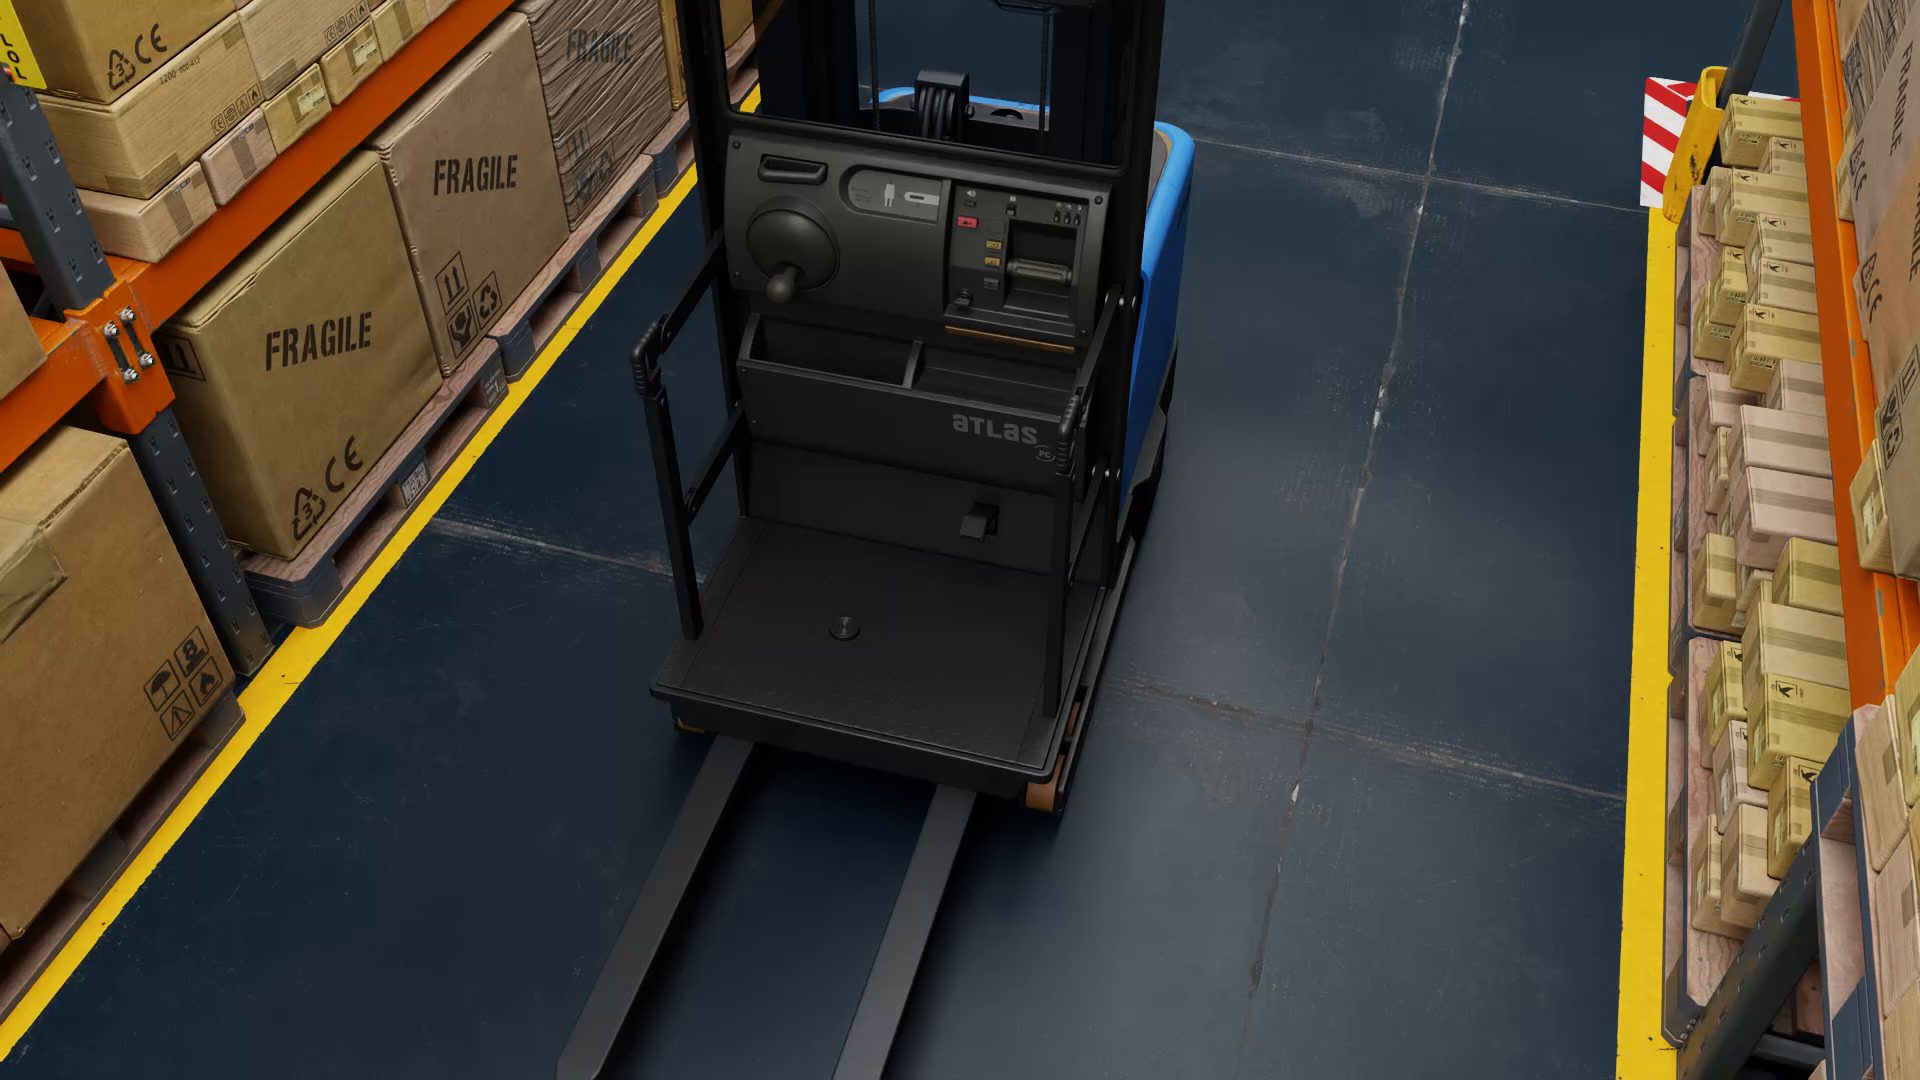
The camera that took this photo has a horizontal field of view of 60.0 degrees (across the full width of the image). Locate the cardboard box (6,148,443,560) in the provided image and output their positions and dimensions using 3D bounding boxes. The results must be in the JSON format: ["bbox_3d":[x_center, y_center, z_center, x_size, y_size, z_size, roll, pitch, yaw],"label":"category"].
[{"bbox_3d":[-2.242,-0.627,4.965,0.875,0.875,0.875,13,46,13],"label":"cardboard box"}]

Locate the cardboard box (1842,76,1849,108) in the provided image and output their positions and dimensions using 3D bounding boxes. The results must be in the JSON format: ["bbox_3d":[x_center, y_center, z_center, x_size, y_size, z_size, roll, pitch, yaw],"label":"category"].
[{"bbox_3d":[2.654,-1.243,4.555,0.380,0.149,0.250,12,46,12],"label":"cardboard box"}]

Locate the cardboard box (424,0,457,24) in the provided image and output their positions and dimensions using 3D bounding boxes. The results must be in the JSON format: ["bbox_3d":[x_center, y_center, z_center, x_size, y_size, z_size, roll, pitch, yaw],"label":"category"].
[{"bbox_3d":[-1.719,-1.714,5.036,0.380,0.149,0.250,13,46,13],"label":"cardboard box"}]

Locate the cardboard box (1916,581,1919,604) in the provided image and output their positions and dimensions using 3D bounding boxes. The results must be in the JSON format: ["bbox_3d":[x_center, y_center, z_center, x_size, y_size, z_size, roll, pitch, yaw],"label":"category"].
[{"bbox_3d":[2.042,0.155,3.127,0.380,0.149,0.250,12,46,12],"label":"cardboard box"}]

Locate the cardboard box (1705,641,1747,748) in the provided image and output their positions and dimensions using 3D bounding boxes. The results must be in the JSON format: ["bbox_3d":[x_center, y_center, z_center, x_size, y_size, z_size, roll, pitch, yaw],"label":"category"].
[{"bbox_3d":[2.105,0.425,4.197,0.380,0.149,0.250,11,45,11],"label":"cardboard box"}]

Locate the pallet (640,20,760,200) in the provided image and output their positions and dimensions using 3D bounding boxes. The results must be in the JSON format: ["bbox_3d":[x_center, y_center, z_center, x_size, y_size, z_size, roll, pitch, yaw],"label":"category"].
[{"bbox_3d":[-1.474,-1.933,7.074,1.003,0.211,1.213,13,46,13],"label":"pallet"}]

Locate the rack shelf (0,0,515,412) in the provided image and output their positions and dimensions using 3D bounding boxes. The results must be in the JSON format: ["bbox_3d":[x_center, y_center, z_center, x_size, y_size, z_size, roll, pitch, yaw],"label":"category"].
[{"bbox_3d":[-1.912,-1.889,5.550,1.077,0.370,4.000,13,46,13],"label":"rack shelf"}]

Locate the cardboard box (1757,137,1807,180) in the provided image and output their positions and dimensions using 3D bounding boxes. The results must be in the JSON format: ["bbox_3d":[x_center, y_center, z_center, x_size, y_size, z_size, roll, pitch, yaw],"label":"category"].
[{"bbox_3d":[2.939,-1.218,5.663,0.380,0.149,0.250,13,46,13],"label":"cardboard box"}]

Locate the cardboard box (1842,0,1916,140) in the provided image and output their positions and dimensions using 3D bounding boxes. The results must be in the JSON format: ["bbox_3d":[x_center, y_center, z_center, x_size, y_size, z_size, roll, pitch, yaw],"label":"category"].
[{"bbox_3d":[2.544,-1.236,4.084,0.500,0.500,0.500,11,46,11],"label":"cardboard box"}]

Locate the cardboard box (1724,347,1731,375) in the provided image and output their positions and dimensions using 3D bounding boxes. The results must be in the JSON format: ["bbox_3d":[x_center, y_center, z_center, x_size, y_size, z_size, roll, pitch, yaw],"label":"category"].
[{"bbox_3d":[2.688,-0.515,5.369,0.380,0.149,0.250,13,46,13],"label":"cardboard box"}]

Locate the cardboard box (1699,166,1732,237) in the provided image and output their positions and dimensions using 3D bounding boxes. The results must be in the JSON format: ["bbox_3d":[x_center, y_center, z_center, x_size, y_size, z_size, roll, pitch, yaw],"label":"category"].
[{"bbox_3d":[2.926,-1.211,6.081,0.380,0.149,0.250,13,46,13],"label":"cardboard box"}]

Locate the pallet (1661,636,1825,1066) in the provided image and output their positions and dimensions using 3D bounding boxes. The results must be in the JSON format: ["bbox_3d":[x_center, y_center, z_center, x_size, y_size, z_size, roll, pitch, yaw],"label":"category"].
[{"bbox_3d":[2.348,0.847,4.234,1.003,0.211,1.213,13,46,13],"label":"pallet"}]

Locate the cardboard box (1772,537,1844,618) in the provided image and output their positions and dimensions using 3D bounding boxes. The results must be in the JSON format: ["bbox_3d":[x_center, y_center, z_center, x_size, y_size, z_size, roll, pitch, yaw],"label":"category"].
[{"bbox_3d":[2.299,0.166,4.248,0.380,0.149,0.250,14,46,14],"label":"cardboard box"}]

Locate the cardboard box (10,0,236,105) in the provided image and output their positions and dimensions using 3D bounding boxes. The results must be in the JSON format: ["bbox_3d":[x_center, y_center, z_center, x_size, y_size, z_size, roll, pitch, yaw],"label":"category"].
[{"bbox_3d":[-2.129,-1.399,3.893,0.500,0.500,0.500,13,46,13],"label":"cardboard box"}]

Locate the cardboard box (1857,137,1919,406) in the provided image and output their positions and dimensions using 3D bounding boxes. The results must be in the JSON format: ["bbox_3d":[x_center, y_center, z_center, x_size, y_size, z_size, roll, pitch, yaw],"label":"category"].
[{"bbox_3d":[2.214,-0.565,3.399,0.500,0.500,0.500,11,46,11],"label":"cardboard box"}]

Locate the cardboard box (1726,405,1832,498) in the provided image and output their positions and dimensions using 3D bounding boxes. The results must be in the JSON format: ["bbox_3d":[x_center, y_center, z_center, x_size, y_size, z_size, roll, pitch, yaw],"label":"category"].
[{"bbox_3d":[2.363,-0.216,4.639,0.380,0.149,0.250,11,45,11],"label":"cardboard box"}]

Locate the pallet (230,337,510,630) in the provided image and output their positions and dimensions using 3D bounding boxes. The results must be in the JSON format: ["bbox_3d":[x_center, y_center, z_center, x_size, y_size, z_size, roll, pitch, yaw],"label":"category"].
[{"bbox_3d":[-2.213,-0.307,5.412,1.003,0.211,1.213,13,46,13],"label":"pallet"}]

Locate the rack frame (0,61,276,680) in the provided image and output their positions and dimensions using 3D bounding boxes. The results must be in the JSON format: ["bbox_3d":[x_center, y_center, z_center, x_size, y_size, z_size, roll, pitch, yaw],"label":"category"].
[{"bbox_3d":[-2.518,-0.813,3.936,1.000,3.000,0.127,13,46,13],"label":"rack frame"}]

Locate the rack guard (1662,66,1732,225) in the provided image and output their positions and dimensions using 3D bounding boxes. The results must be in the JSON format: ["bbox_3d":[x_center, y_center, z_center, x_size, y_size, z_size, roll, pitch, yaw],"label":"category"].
[{"bbox_3d":[3.367,-1.417,6.341,1.175,0.500,0.348,13,46,13],"label":"rack guard"}]

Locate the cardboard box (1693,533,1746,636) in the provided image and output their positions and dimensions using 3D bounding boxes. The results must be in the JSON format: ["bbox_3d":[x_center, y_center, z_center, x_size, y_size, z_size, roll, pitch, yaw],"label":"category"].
[{"bbox_3d":[2.286,0.150,4.690,0.380,0.149,0.250,12,46,12],"label":"cardboard box"}]

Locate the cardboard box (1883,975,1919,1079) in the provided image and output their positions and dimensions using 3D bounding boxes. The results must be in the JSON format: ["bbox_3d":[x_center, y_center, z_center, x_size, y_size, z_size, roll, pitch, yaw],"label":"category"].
[{"bbox_3d":[1.463,0.762,2.206,0.380,0.149,0.250,13,46,13],"label":"cardboard box"}]

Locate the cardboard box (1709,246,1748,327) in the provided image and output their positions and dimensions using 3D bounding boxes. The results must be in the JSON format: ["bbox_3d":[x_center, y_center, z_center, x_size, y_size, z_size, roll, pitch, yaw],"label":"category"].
[{"bbox_3d":[2.679,-0.803,5.452,0.380,0.149,0.250,14,46,14],"label":"cardboard box"}]

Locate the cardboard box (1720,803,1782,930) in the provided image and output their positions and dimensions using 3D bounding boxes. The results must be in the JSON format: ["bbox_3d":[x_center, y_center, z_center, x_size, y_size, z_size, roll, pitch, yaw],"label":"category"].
[{"bbox_3d":[1.971,0.790,3.823,0.380,0.149,0.250,13,46,13],"label":"cardboard box"}]

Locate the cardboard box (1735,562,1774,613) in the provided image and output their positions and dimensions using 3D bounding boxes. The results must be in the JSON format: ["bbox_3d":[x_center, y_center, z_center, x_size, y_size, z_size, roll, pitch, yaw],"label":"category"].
[{"bbox_3d":[2.333,0.105,4.524,0.380,0.149,0.250,14,46,13],"label":"cardboard box"}]

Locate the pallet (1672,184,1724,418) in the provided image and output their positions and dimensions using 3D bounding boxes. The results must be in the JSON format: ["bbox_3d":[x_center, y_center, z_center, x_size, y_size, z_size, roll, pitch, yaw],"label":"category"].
[{"bbox_3d":[3.087,-0.780,5.896,1.003,0.211,1.213,13,46,13],"label":"pallet"}]

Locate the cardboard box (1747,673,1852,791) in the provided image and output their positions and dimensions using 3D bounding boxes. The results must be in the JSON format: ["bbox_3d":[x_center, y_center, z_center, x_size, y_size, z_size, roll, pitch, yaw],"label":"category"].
[{"bbox_3d":[2.078,0.490,3.917,0.380,0.149,0.250,13,46,13],"label":"cardboard box"}]

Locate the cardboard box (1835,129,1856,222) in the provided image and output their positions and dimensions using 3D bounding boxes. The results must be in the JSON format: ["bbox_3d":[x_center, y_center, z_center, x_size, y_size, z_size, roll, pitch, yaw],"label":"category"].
[{"bbox_3d":[2.447,-0.903,4.207,0.380,0.149,0.250,13,46,13],"label":"cardboard box"}]

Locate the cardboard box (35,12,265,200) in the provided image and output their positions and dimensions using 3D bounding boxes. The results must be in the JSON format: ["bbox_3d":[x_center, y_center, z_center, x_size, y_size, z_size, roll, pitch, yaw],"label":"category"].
[{"bbox_3d":[-2.126,-1.123,4.148,0.500,0.250,0.500,12,46,12],"label":"cardboard box"}]

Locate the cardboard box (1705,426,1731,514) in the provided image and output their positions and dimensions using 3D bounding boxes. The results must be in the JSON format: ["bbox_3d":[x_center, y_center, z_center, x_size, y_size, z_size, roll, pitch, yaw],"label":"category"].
[{"bbox_3d":[2.471,-0.177,5.024,0.380,0.149,0.250,13,46,13],"label":"cardboard box"}]

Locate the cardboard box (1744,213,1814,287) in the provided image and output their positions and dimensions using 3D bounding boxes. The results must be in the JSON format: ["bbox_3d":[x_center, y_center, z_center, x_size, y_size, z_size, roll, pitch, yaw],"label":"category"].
[{"bbox_3d":[2.744,-0.895,5.332,0.380,0.149,0.250,10,45,11],"label":"cardboard box"}]

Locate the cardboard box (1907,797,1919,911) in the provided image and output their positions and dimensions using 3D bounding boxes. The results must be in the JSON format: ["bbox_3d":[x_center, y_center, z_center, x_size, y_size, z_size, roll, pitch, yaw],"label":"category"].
[{"bbox_3d":[1.544,0.477,2.285,0.380,0.149,0.250,12,46,12],"label":"cardboard box"}]

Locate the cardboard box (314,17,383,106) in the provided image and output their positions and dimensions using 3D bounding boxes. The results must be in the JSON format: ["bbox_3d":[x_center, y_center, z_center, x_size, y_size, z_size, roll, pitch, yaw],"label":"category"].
[{"bbox_3d":[-1.875,-1.376,4.691,0.380,0.149,0.250,11,46,11],"label":"cardboard box"}]

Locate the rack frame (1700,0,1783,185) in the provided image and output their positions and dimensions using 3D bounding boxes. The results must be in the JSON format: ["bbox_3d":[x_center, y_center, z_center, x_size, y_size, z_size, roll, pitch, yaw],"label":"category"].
[{"bbox_3d":[3.390,-2.361,5.518,1.000,3.000,0.127,13,46,13],"label":"rack frame"}]

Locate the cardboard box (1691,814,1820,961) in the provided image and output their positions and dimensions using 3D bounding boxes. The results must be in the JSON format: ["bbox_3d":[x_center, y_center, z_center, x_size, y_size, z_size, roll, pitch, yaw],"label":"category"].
[{"bbox_3d":[1.973,0.840,3.985,0.380,0.149,0.250,13,46,13],"label":"cardboard box"}]

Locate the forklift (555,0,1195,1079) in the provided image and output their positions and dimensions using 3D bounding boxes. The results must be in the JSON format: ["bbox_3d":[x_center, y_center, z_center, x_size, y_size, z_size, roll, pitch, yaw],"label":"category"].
[{"bbox_3d":[-0.170,-0.624,3.792,1.130,2.935,3.031,11,45,11],"label":"forklift"}]

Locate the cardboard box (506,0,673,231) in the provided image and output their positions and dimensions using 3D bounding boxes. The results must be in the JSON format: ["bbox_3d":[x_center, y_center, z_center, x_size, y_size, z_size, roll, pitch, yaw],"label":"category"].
[{"bbox_3d":[-1.700,-1.820,6.184,0.875,0.875,0.875,13,46,13],"label":"cardboard box"}]

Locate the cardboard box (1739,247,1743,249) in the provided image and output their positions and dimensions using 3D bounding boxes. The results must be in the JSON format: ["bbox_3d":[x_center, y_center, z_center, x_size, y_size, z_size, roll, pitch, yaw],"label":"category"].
[{"bbox_3d":[2.856,-0.852,5.714,0.380,0.149,0.250,13,46,13],"label":"cardboard box"}]

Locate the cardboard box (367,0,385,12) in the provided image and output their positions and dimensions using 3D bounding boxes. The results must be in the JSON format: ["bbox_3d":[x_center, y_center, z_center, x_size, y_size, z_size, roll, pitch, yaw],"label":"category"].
[{"bbox_3d":[-1.819,-1.800,4.840,0.500,0.250,0.500,14,46,13],"label":"cardboard box"}]

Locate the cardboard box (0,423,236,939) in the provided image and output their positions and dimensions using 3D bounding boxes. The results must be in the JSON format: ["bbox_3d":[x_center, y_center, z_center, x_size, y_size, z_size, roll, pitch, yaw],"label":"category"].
[{"bbox_3d":[-2.693,0.227,4.092,1.225,0.875,0.875,13,46,13],"label":"cardboard box"}]

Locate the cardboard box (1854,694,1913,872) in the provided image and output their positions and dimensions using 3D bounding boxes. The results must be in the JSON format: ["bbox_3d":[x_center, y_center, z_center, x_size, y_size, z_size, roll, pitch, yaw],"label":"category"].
[{"bbox_3d":[1.621,0.410,2.566,0.380,0.149,0.250,11,45,11],"label":"cardboard box"}]

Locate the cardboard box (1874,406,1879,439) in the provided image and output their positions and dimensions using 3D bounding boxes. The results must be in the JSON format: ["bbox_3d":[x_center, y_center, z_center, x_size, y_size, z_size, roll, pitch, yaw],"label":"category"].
[{"bbox_3d":[2.154,-0.205,3.495,0.380,0.149,0.250,14,46,14],"label":"cardboard box"}]

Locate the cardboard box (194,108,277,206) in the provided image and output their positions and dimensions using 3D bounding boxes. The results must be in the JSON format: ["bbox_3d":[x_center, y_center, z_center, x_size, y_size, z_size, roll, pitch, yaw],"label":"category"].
[{"bbox_3d":[-2.032,-1.025,4.332,0.380,0.149,0.250,11,45,11],"label":"cardboard box"}]

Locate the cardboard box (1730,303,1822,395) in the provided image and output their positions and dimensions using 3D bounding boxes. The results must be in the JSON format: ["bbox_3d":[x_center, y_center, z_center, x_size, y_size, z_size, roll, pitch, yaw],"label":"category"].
[{"bbox_3d":[2.528,-0.546,4.976,0.380,0.149,0.250,13,46,13],"label":"cardboard box"}]

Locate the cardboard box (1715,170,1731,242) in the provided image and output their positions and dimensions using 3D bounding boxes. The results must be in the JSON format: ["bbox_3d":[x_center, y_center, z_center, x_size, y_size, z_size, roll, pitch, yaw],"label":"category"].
[{"bbox_3d":[2.850,-1.133,5.789,0.380,0.149,0.250,12,46,12],"label":"cardboard box"}]
